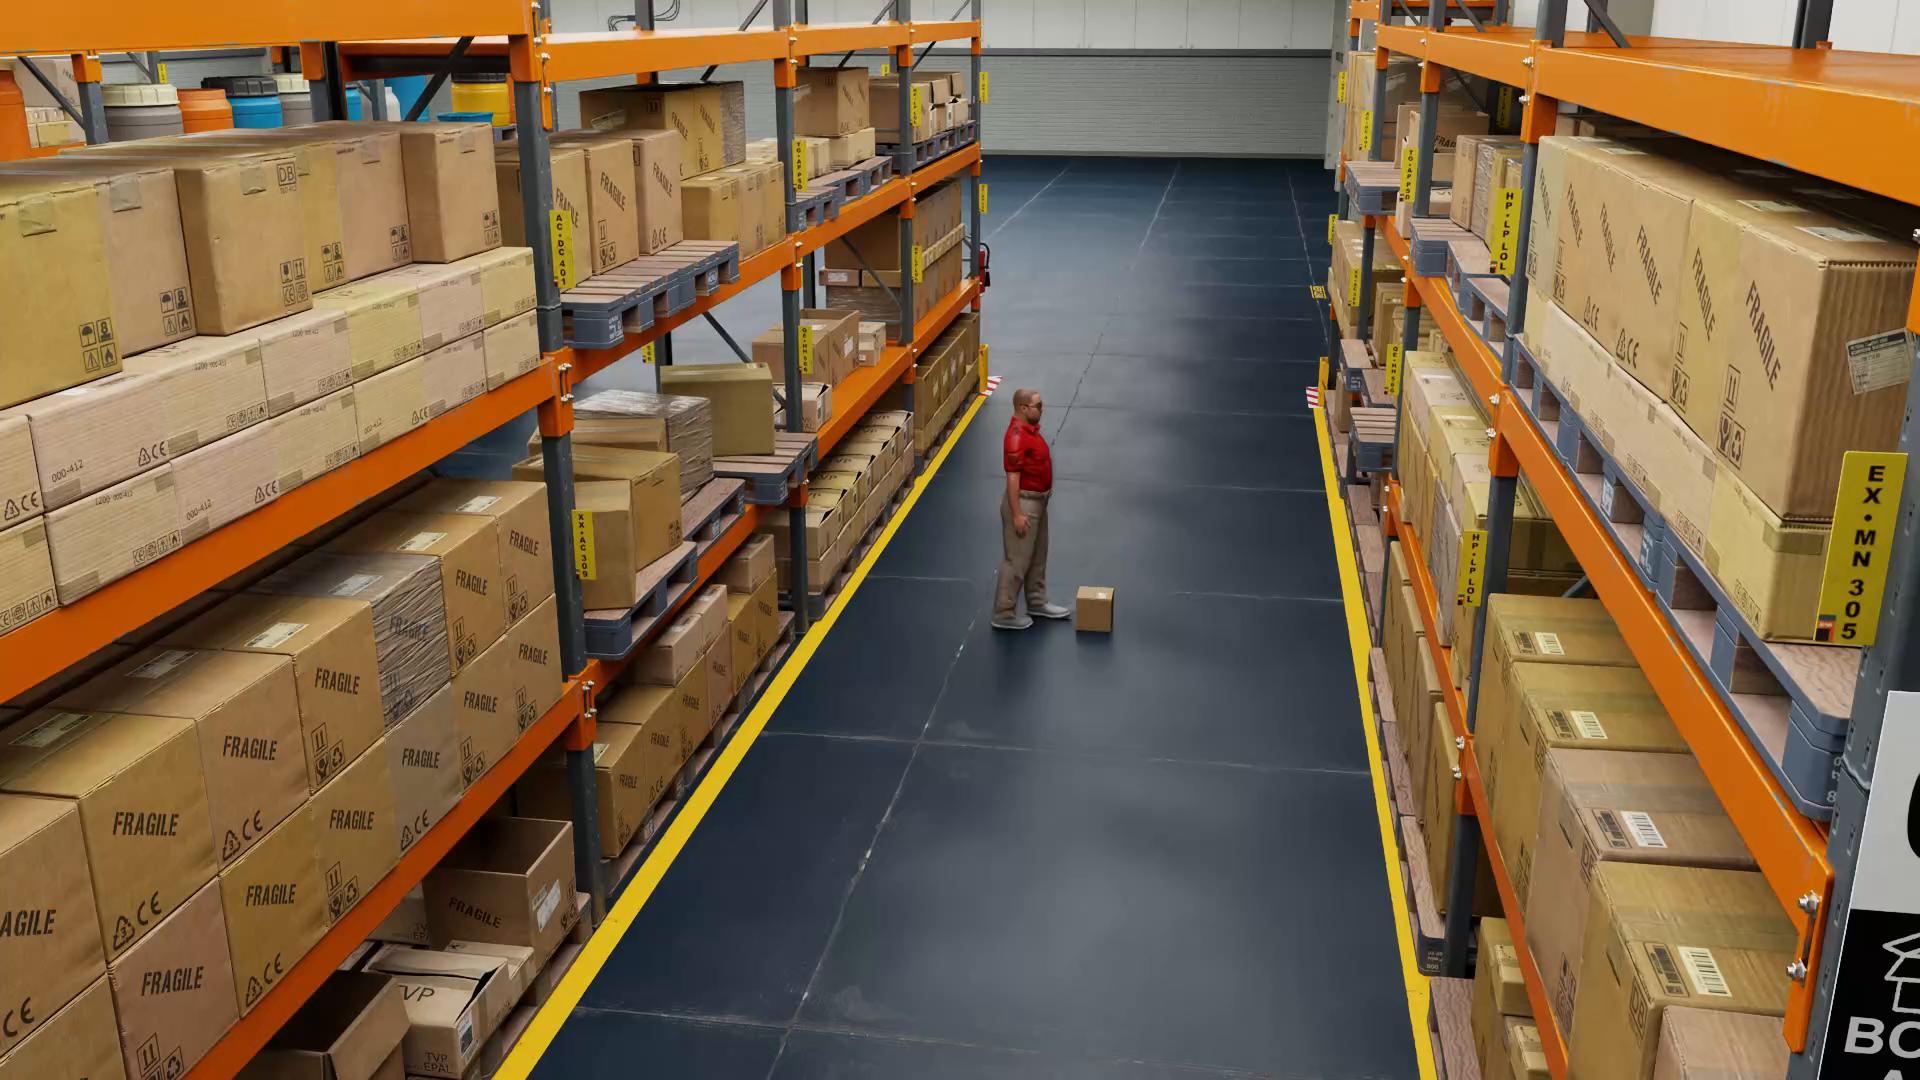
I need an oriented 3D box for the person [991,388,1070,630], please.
[{"bbox_3d":[0.523,-0.226,11.803,0.530,1.743,0.555,3,18,10],"label":"person"}]
